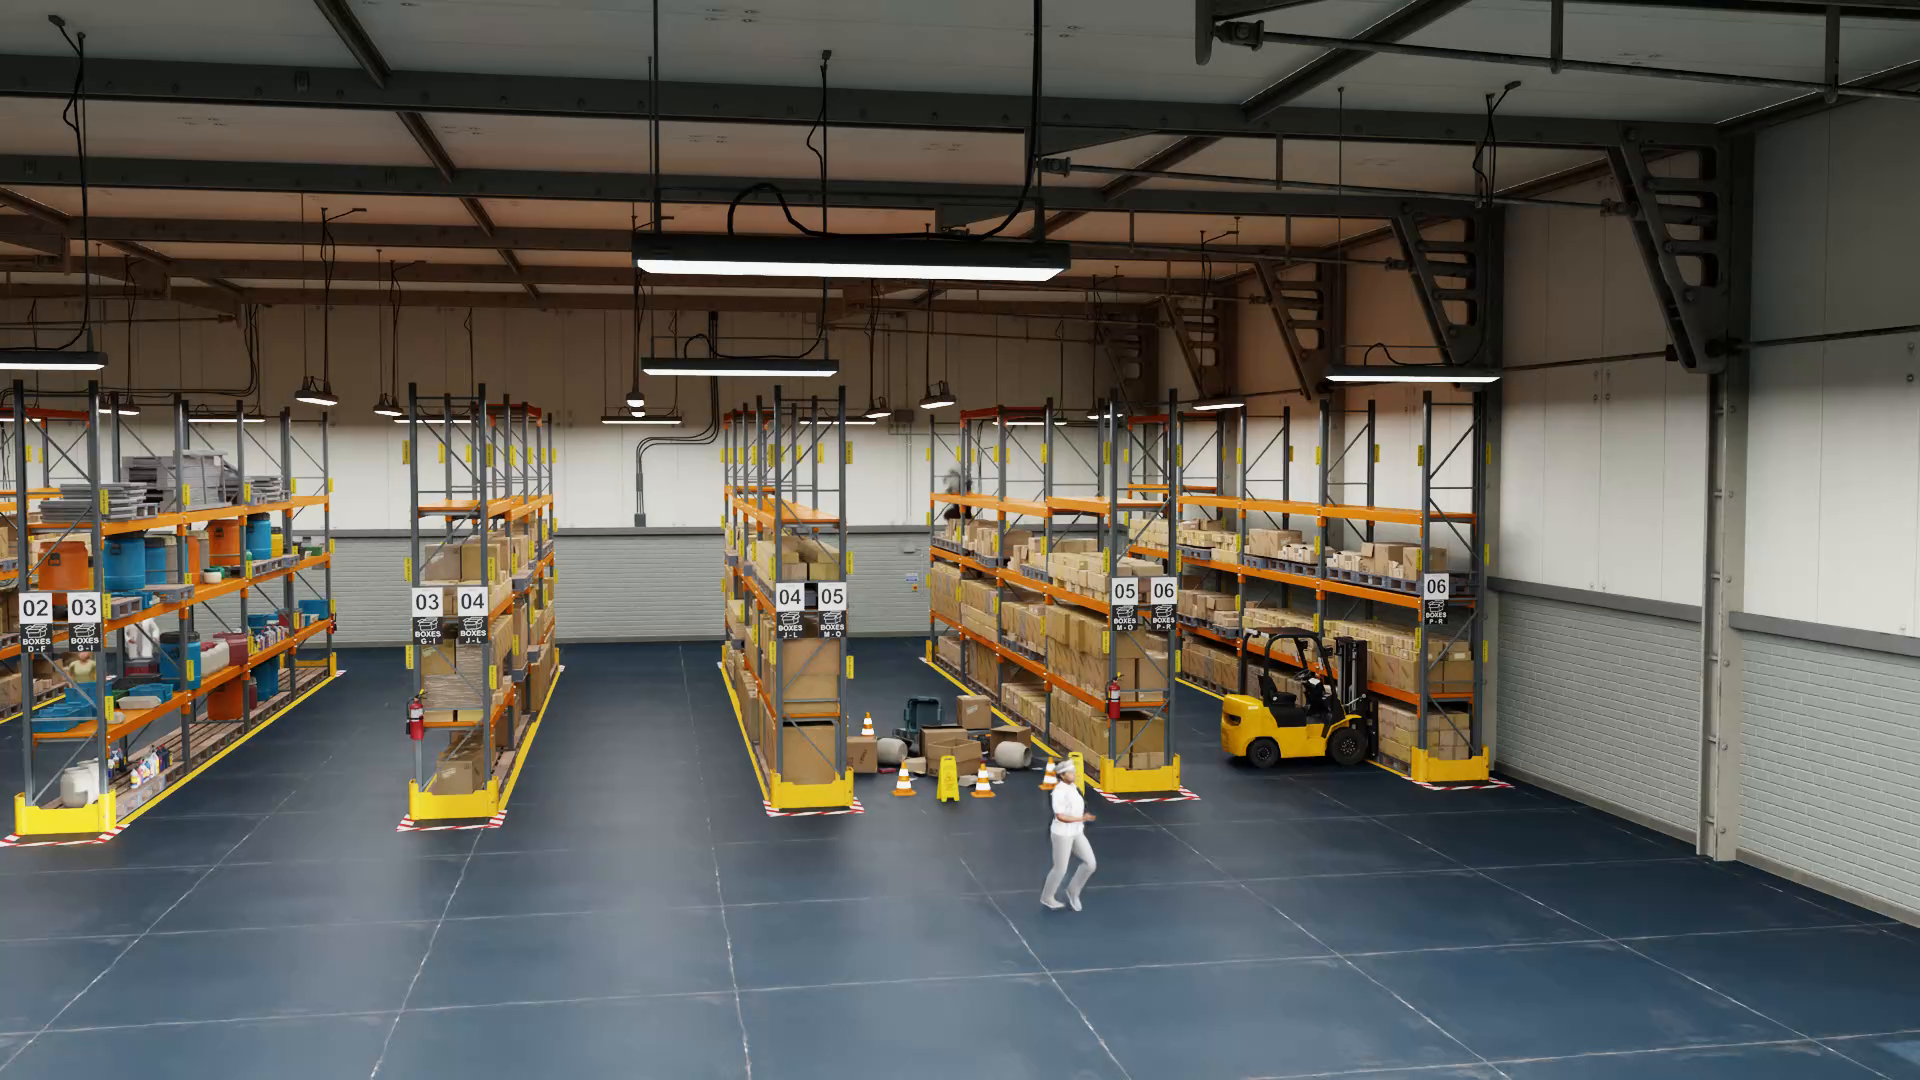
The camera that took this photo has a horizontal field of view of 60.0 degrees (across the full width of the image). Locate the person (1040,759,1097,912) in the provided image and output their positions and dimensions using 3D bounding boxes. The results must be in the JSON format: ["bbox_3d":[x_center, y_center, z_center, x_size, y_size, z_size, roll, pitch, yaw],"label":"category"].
[{"bbox_3d":[1.210,3.235,18.197,0.673,1.706,0.544,2,4,37],"label":"person"}]

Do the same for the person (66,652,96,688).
[{"bbox_3d":[-15.580,2.694,29.564,0.567,1.619,0.577,-1,3,-23],"label":"person"}]

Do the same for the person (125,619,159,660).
[{"bbox_3d":[-17.393,2.341,35.250,0.756,1.815,0.928,-1,3,-23],"label":"person"}]
